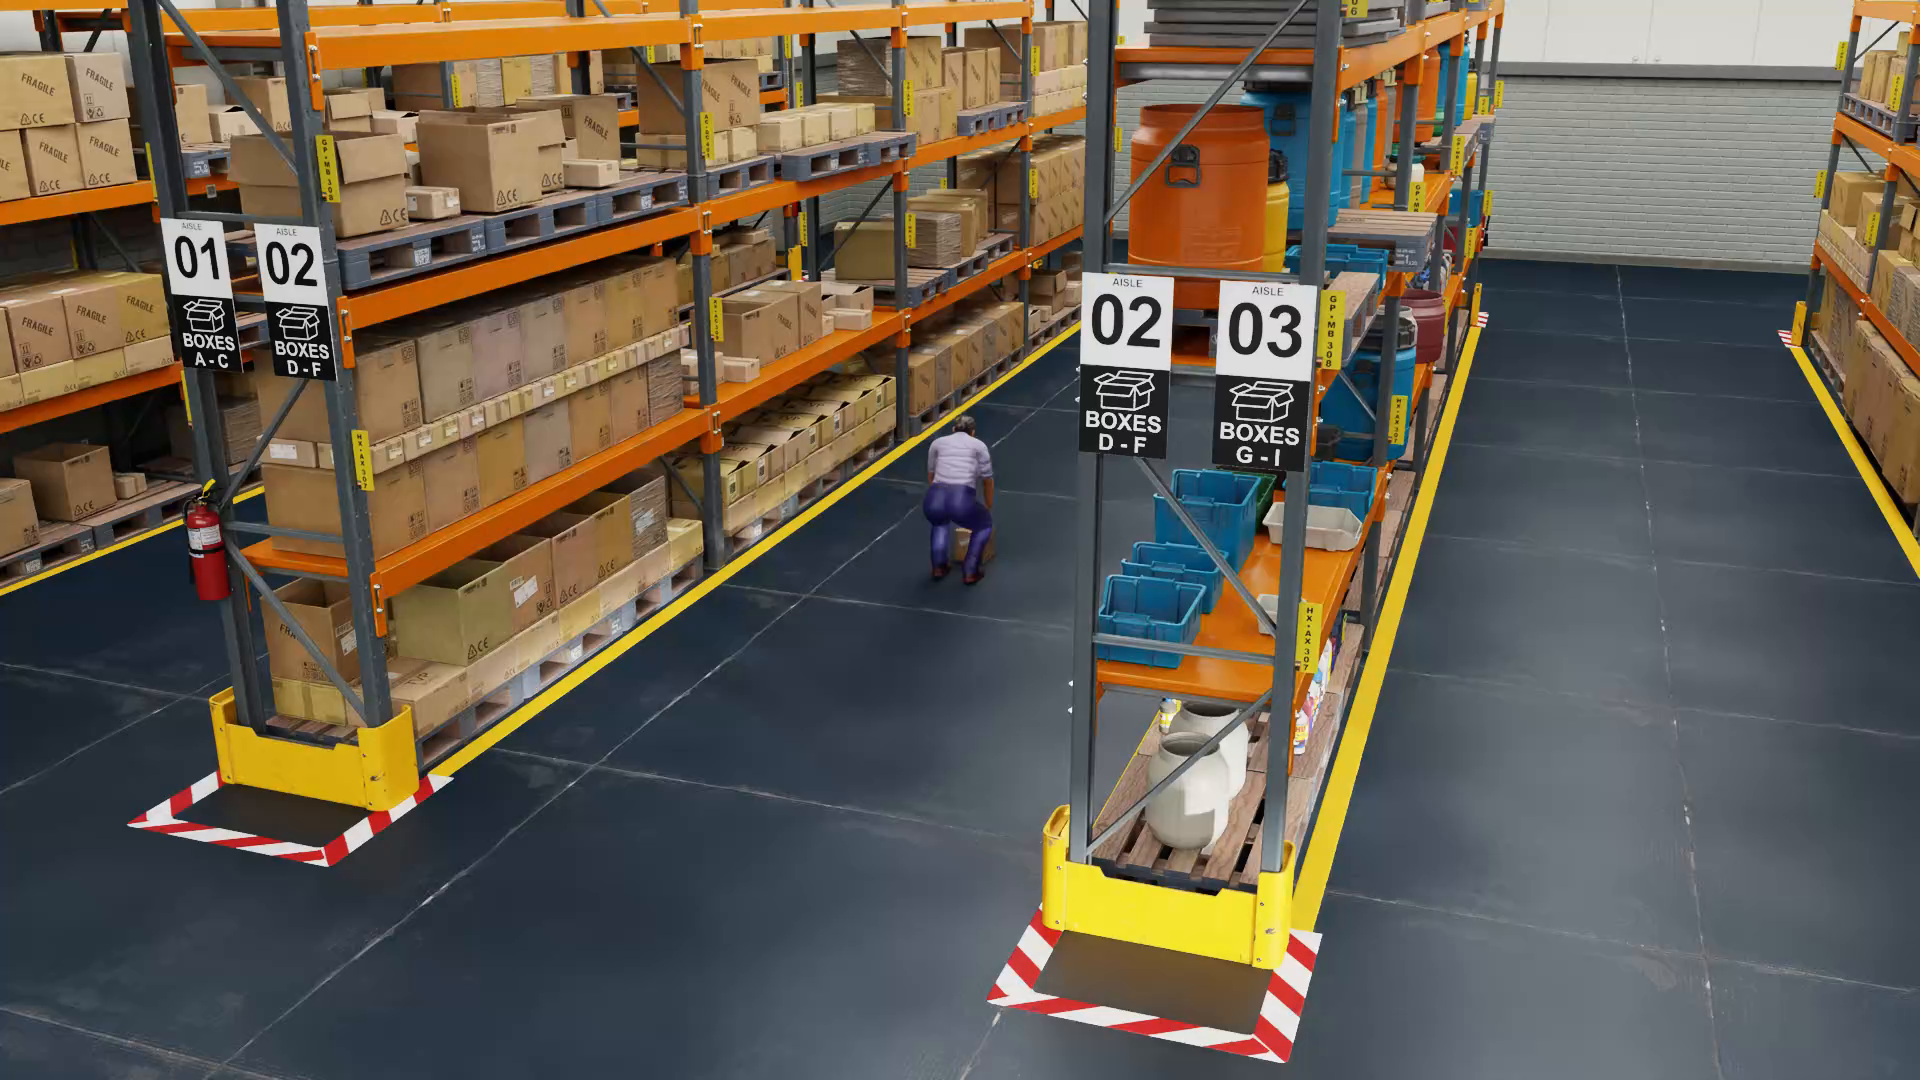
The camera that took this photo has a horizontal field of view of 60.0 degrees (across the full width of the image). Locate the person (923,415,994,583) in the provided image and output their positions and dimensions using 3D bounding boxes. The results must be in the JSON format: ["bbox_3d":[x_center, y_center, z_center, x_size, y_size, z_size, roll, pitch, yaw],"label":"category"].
[{"bbox_3d":[-0.038,-0.303,12.687,0.539,1.198,0.742,6,20,18],"label":"person"}]
